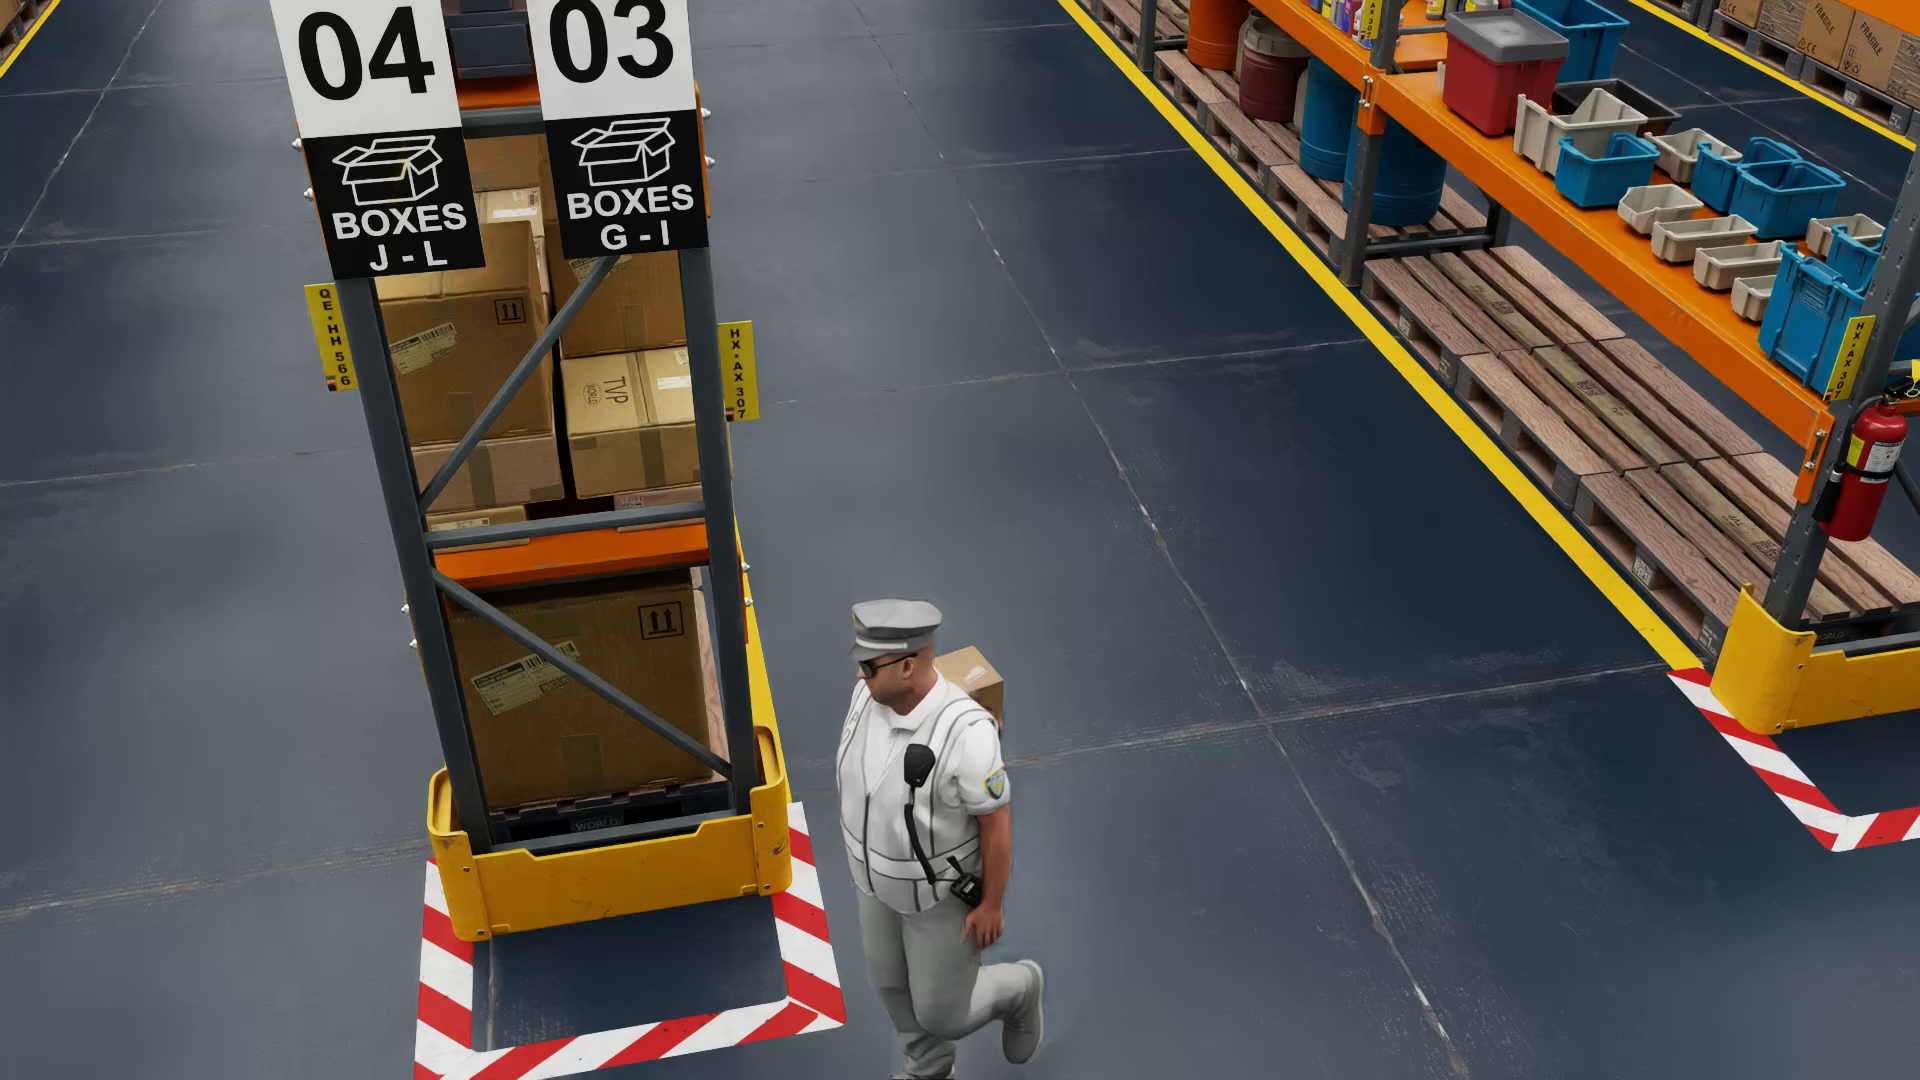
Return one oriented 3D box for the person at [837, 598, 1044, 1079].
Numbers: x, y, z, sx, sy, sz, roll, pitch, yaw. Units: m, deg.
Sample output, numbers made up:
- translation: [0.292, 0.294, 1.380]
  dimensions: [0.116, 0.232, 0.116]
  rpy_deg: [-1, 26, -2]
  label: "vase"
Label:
- translation: [-0.088, 0.918, 4.755]
  dimensions: [0.568, 1.723, 0.625]
  rpy_deg: [27, 42, 34]
  label: "person"
